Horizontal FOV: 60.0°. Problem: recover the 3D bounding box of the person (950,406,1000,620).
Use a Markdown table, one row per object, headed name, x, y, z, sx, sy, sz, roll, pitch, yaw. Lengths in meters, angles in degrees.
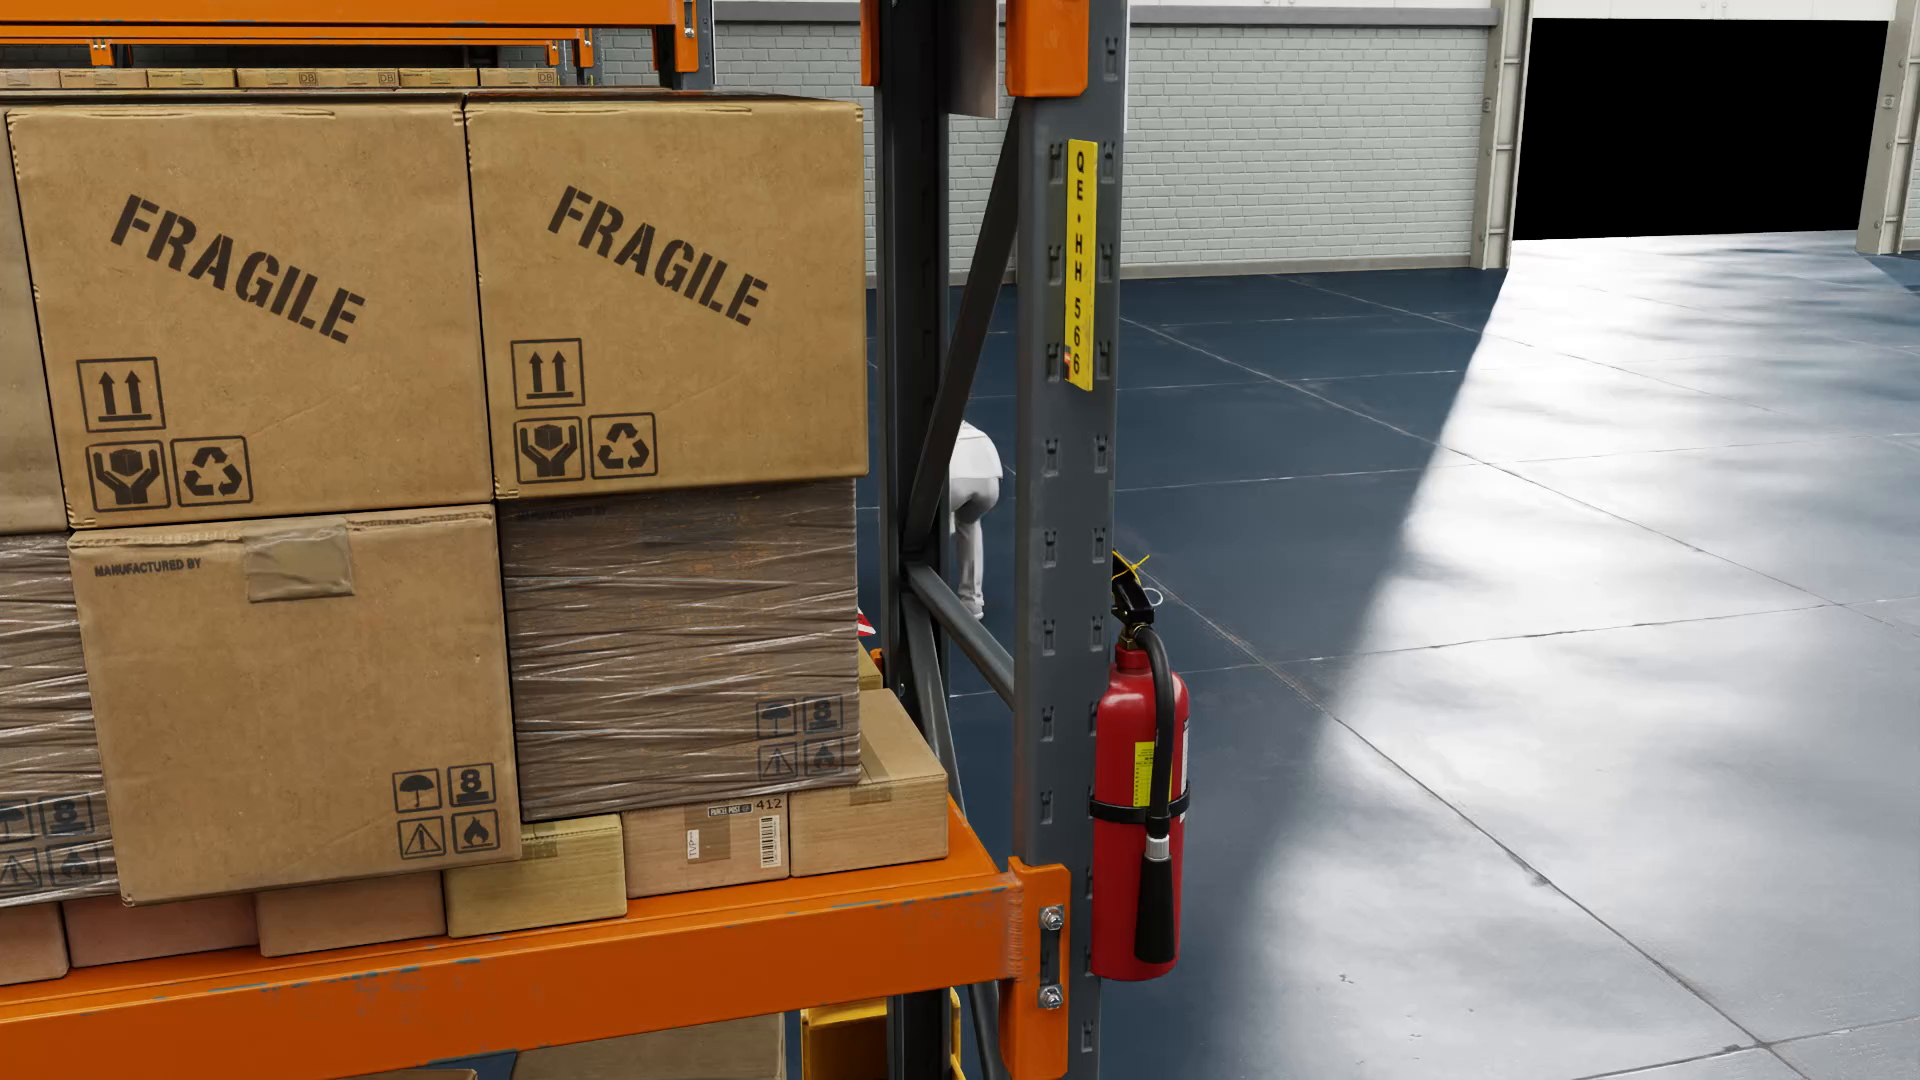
| name | x | y | z | sx | sy | sz | roll | pitch | yaw |
| --- | --- | --- | --- | --- | --- | --- | --- | --- | --- |
| person | -0.126 | -0.213 | 7.747 | 0.438 | 1.124 | 0.917 | -7 | 17 | -22 |
